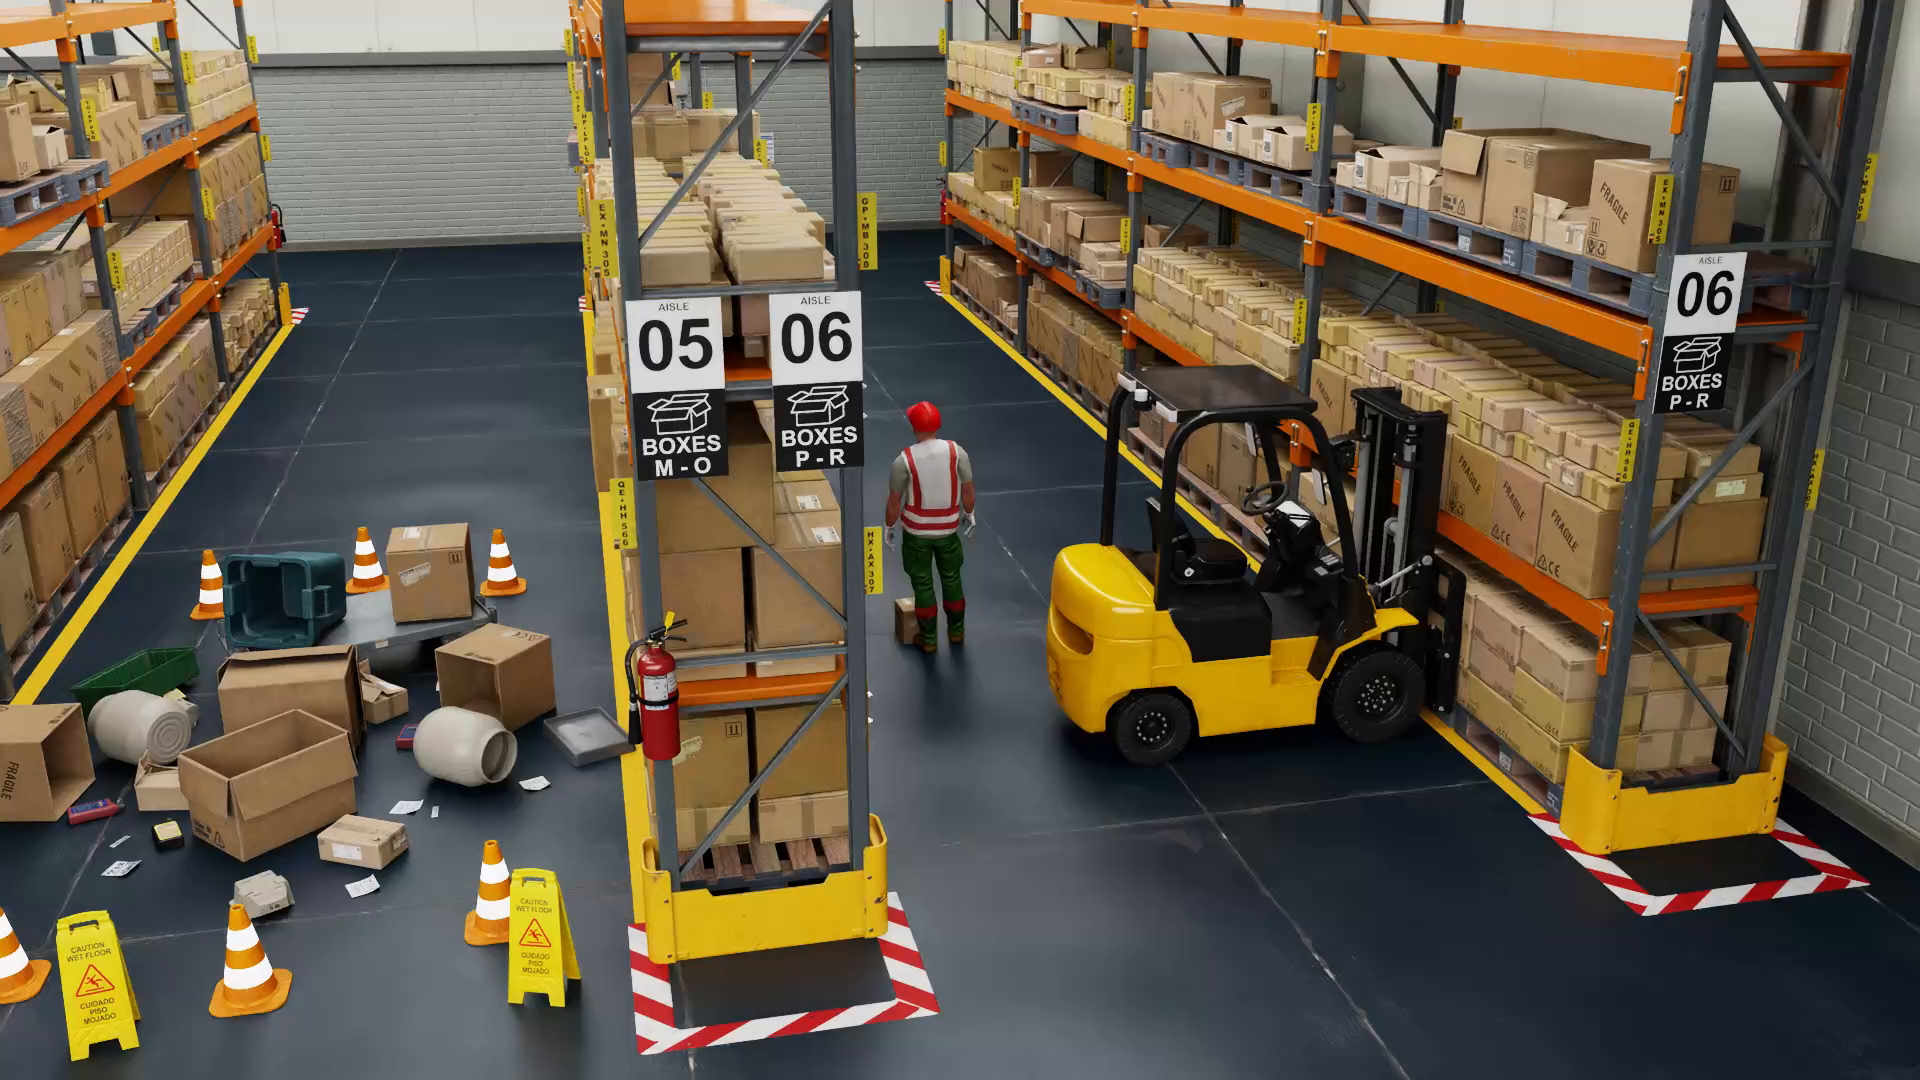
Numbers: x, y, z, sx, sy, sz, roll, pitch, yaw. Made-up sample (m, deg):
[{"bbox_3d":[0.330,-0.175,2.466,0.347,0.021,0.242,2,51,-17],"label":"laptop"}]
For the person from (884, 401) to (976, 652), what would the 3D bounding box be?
[{"bbox_3d":[-0.216,-0.111,11.320,0.638,1.787,0.565,-5,20,-14],"label":"person"}]
